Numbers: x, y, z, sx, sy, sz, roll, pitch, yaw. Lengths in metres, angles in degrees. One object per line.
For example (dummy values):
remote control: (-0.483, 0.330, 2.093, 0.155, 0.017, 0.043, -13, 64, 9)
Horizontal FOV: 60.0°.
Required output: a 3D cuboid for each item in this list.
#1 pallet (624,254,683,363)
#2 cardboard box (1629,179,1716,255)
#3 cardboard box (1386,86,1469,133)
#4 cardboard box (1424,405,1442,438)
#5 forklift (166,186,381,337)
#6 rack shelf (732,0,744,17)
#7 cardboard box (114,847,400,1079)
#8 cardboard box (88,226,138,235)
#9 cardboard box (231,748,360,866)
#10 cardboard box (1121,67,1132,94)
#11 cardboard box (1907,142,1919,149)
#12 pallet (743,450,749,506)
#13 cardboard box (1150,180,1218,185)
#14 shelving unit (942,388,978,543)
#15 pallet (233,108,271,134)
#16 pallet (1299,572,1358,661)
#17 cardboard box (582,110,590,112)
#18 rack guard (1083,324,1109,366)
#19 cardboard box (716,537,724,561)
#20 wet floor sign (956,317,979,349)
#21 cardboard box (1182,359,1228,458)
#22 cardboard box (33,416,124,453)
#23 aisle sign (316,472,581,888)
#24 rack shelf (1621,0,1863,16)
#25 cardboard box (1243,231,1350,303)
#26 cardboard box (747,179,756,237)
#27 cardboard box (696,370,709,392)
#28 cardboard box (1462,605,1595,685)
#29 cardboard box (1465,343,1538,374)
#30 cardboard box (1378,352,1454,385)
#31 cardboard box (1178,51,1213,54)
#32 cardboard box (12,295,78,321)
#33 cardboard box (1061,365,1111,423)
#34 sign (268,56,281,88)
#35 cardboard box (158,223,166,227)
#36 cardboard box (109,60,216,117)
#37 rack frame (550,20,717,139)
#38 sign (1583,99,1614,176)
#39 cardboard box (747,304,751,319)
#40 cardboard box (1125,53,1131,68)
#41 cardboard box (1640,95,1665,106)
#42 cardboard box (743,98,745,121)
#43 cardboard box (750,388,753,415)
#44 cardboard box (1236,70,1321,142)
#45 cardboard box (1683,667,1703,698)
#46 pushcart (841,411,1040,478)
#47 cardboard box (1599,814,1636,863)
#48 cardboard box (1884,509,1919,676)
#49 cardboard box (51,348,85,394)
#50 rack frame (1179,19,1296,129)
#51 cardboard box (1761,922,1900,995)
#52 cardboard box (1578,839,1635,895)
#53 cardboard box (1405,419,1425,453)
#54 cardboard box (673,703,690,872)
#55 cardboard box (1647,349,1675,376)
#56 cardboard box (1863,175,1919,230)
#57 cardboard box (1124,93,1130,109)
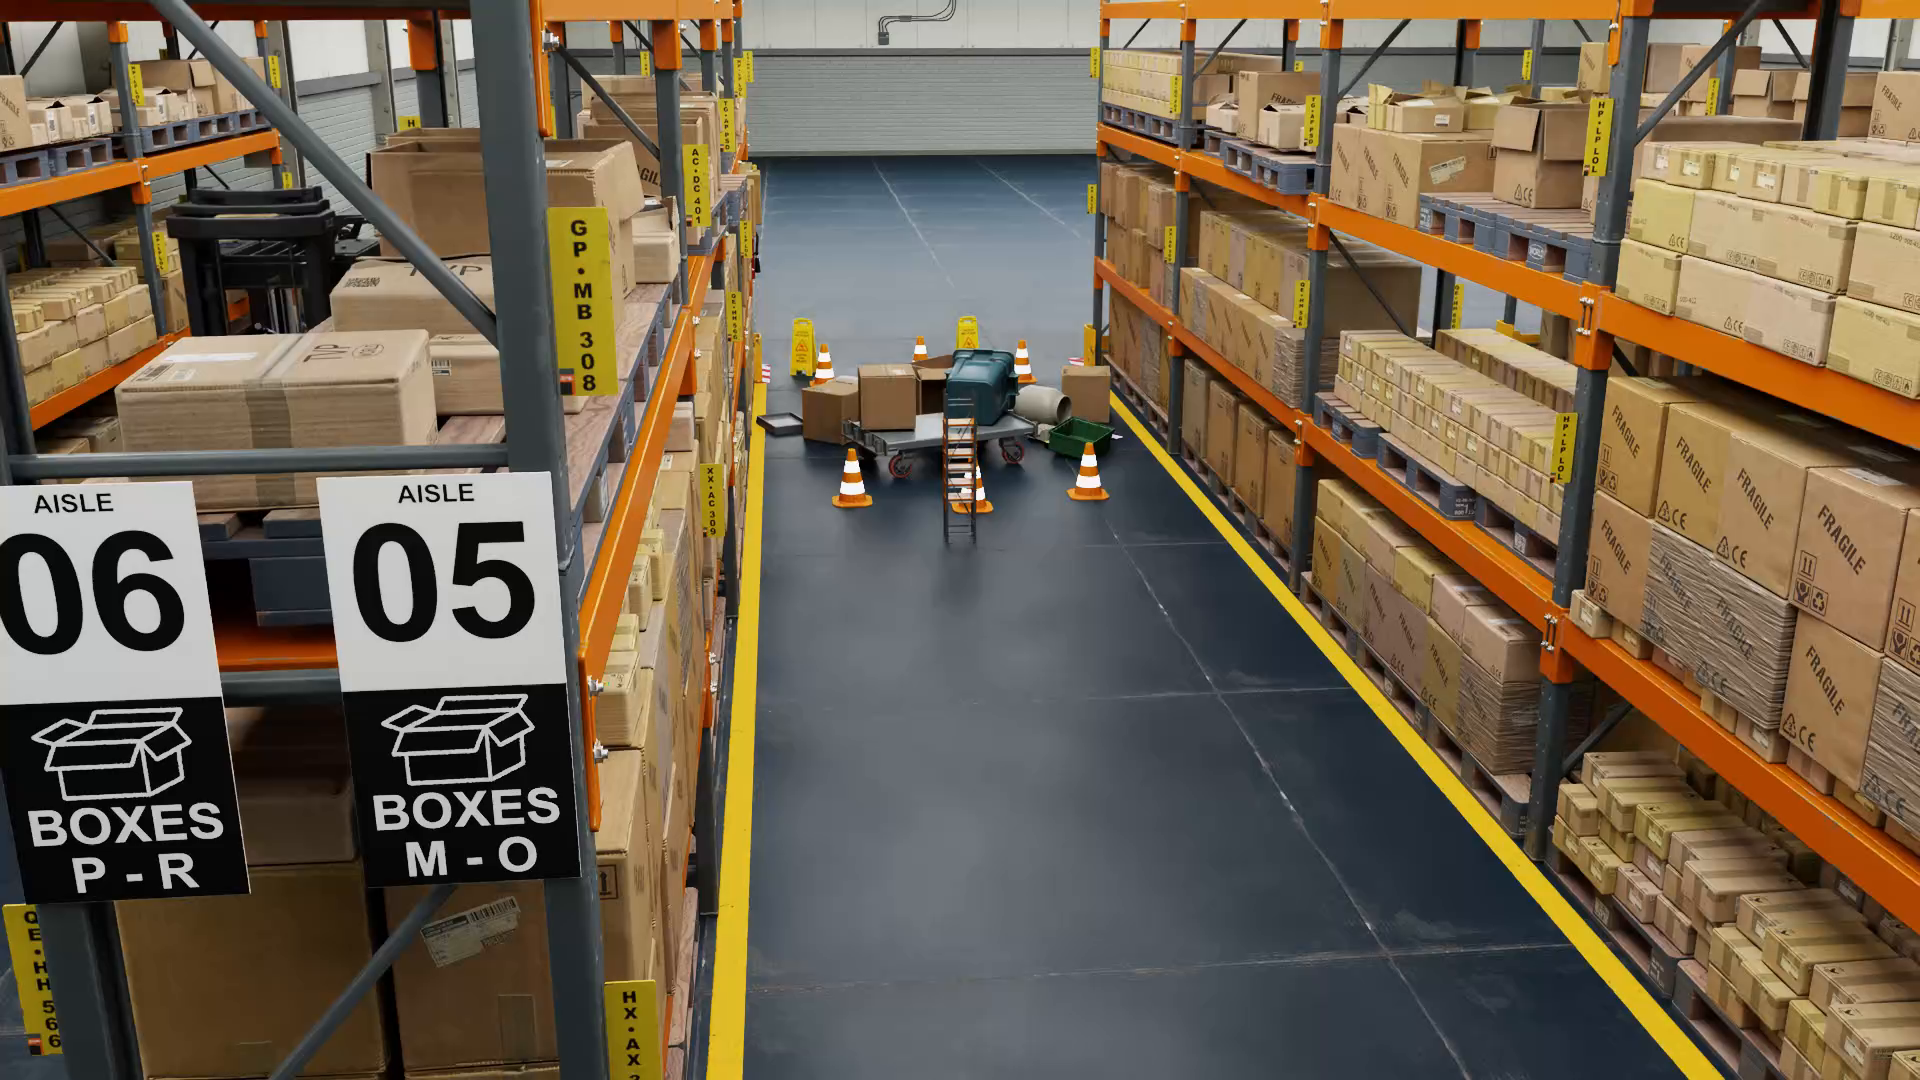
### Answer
pallet: (-1.542, -0.845, 6.001, 1.003, 0.211, 1.213, -2, 18, -6)
cardboard box: (3.108, -1.330, 6.815, 0.500, 0.250, 0.500, -1, 17, -4)
cardboard box: (2.771, -2.562, 9.876, 0.396, 0.266, 0.258, -2, 18, -6)
cardboard box: (2.900, -0.683, 9.567, 0.380, 0.149, 0.250, -1, 17, -4)
forklift: (-4.454, -0.934, 11.260, 1.130, 2.935, 3.031, -2, 18, -5)
rack shelf: (-2.648, -5.197, 15.914, 1.077, 0.370, 4.000, -2, 18, -6)
cardboard box: (-1.490, 0.831, 3.688, 0.500, 0.500, 0.500, -1, 17, -4)
cardboard box: (-7.832, -2.819, 15.402, 0.380, 0.149, 0.250, -2, 18, -7)
cardboard box: (-1.440, 0.557, 3.477, 0.380, 0.149, 0.250, -2, 17, -5)
cardboard box: (1.960, -4.755, 17.192, 0.500, 0.250, 0.500, -2, 18, -6)
cardboard box: (7.471, -2.839, 12.455, 0.500, 0.250, 0.500, -2, 18, -6)
pallet: (-2.360, -0.521, 14.485, 1.003, 0.211, 1.213, -2, 18, -6)
cardboard box: (2.377, -3.290, 16.595, 0.875, 0.550, 0.550, -2, 18, -6)
shelving unit: (-0.002, -0.577, 13.011, 0.258, 1.200, 0.189, -2, 18, -6)
pallet: (-7.744, -4.298, 17.001, 1.003, 0.211, 1.213, -2, 18, -6)
pallet: (2.963, 0.488, 11.269, 1.003, 0.211, 1.213, -2, 18, -6)
cardboard box: (-2.727, -3.306, 13.241, 0.500, 0.250, 0.500, -2, 18, -6)
rack guard: (2.057, -2.273, 19.582, 1.175, 0.500, 0.348, -2, 18, -6)
cardboard box: (-1.491, -0.075, 8.659, 0.500, 0.250, 0.500, -2, 18, -6)
wet floor sign: (0.087, -2.283, 19.370, 0.267, 0.644, 0.232, -5, 18, -15)
cardboard box: (2.625, -1.212, 15.083, 1.050, 0.750, 0.750, -2, 18, -6)
cardboard box: (-7.241, -0.610, 13.376, 0.875, 0.625, 0.625, -2, 18, -6)
aisle sign: (-0.908, 0.264, 2.989, 0.394, 0.787, 0.004, -2, 18, -6)
rack shelf: (3.503, -1.805, 5.109, 1.077, 0.370, 4.000, -2, 18, -6)
cardboard box: (2.686, -2.189, 13.307, 0.700, 0.500, 0.500, -2, 18, -6)
cardboard box: (-2.327, -3.191, 16.002, 0.700, 0.500, 0.500, -2, 18, -7)
cardboard box: (-1.456, -0.516, 7.975, 0.500, 0.500, 0.500, -2, 18, -6)
cardboard box: (2.969, 0.537, 8.678, 0.500, 0.250, 0.500, -2, 18, -7)
cardboard box: (3.442, -1.154, 10.572, 0.380, 0.149, 0.250, -1, 17, -4)
cardboard box: (2.817, -1.063, 10.282, 0.380, 0.149, 0.250, -3, 18, -8)
cardboard box: (2.510, -5.080, 17.564, 0.380, 0.149, 0.250, -1, 17, -5)
cardboard box: (-6.857, -1.735, 12.446, 0.380, 0.149, 0.250, -2, 18, -7)
cardboard box: (1.291, -1.506, 17.135, 0.500, 0.500, 0.500, 1, 17, 4)
sign: (-7.250, -4.949, 17.580, 0.100, 0.325, 0.005, -2, 18, -6)
cardboard box: (-7.328, -2.914, 15.704, 0.380, 0.149, 0.250, -2, 18, -6)
cardboard box: (-7.474, -4.241, 15.631, 0.797, 0.503, 0.637, -1, 17, -4)
rack frame: (-2.029, -3.754, 10.112, 1.000, 3.000, 0.127, -2, 18, -6)
sign: (2.745, -1.731, 7.153, 0.100, 0.325, 0.005, -2, 18, -6)
cardboard box: (-2.359, -2.340, 17.176, 0.380, 0.149, 0.250, -1, 17, -3)
cardboard box: (1.907, -4.910, 17.022, 0.380, 0.149, 0.250, -2, 18, -6)
cardboard box: (6.954, -4.420, 16.825, 0.380, 0.149, 0.250, -1, 17, -3)
cardboard box: (-2.424, -4.328, 16.702, 0.500, 0.250, 0.500, -1, 17, -4)
cardboard box: (-2.300, -1.315, 16.247, 0.500, 0.250, 0.500, -1, 17, -3)
cardboard box: (2.426, -3.311, 12.673, 0.500, 0.500, 0.500, -2, 18, -6)
cardboard box: (3.203, 0.565, 6.790, 0.380, 0.149, 0.250, -3, 18, -8)
pushcart: (-0.179, -0.918, 15.471, 1.648, 0.377, 0.936, -8, 19, -25)
cardboard box: (3.131, 1.325, 7.510, 0.380, 0.149, 0.250, -2, 18, -5)
cardboard box: (3.300, 0.208, 5.175, 0.500, 0.500, 0.500, -1, 17, -3)
cardboard box: (-6.927, -1.263, 12.444, 0.500, 0.250, 0.500, -1, 17, -4)
rack frame: (2.472, -5.129, 14.491, 1.000, 3.000, 0.127, -2, 18, -6)
cardboard box: (3.262, 1.568, 6.239, 0.380, 0.149, 0.250, -2, 18, -5)
cardboard box: (3.042, 1.474, 7.532, 0.380, 0.149, 0.250, -1, 17, -4)
cardboard box: (2.868, -0.621, 9.865, 0.380, 0.149, 0.250, -2, 17, -5)
cardboard box: (-1.150, 0.841, 5.322, 0.500, 0.500, 0.500, -1, 17, -4)
cardboard box: (7.348, -1.688, 17.019, 0.500, 0.500, 0.500, 4, 18, 12)
cardboard box: (3.214, -1.107, 5.437, 0.380, 0.149, 0.250, -2, 18, -7)
cardboard box: (1.906, -4.530, 17.141, 0.380, 0.149, 0.250, -2, 18, -6)
